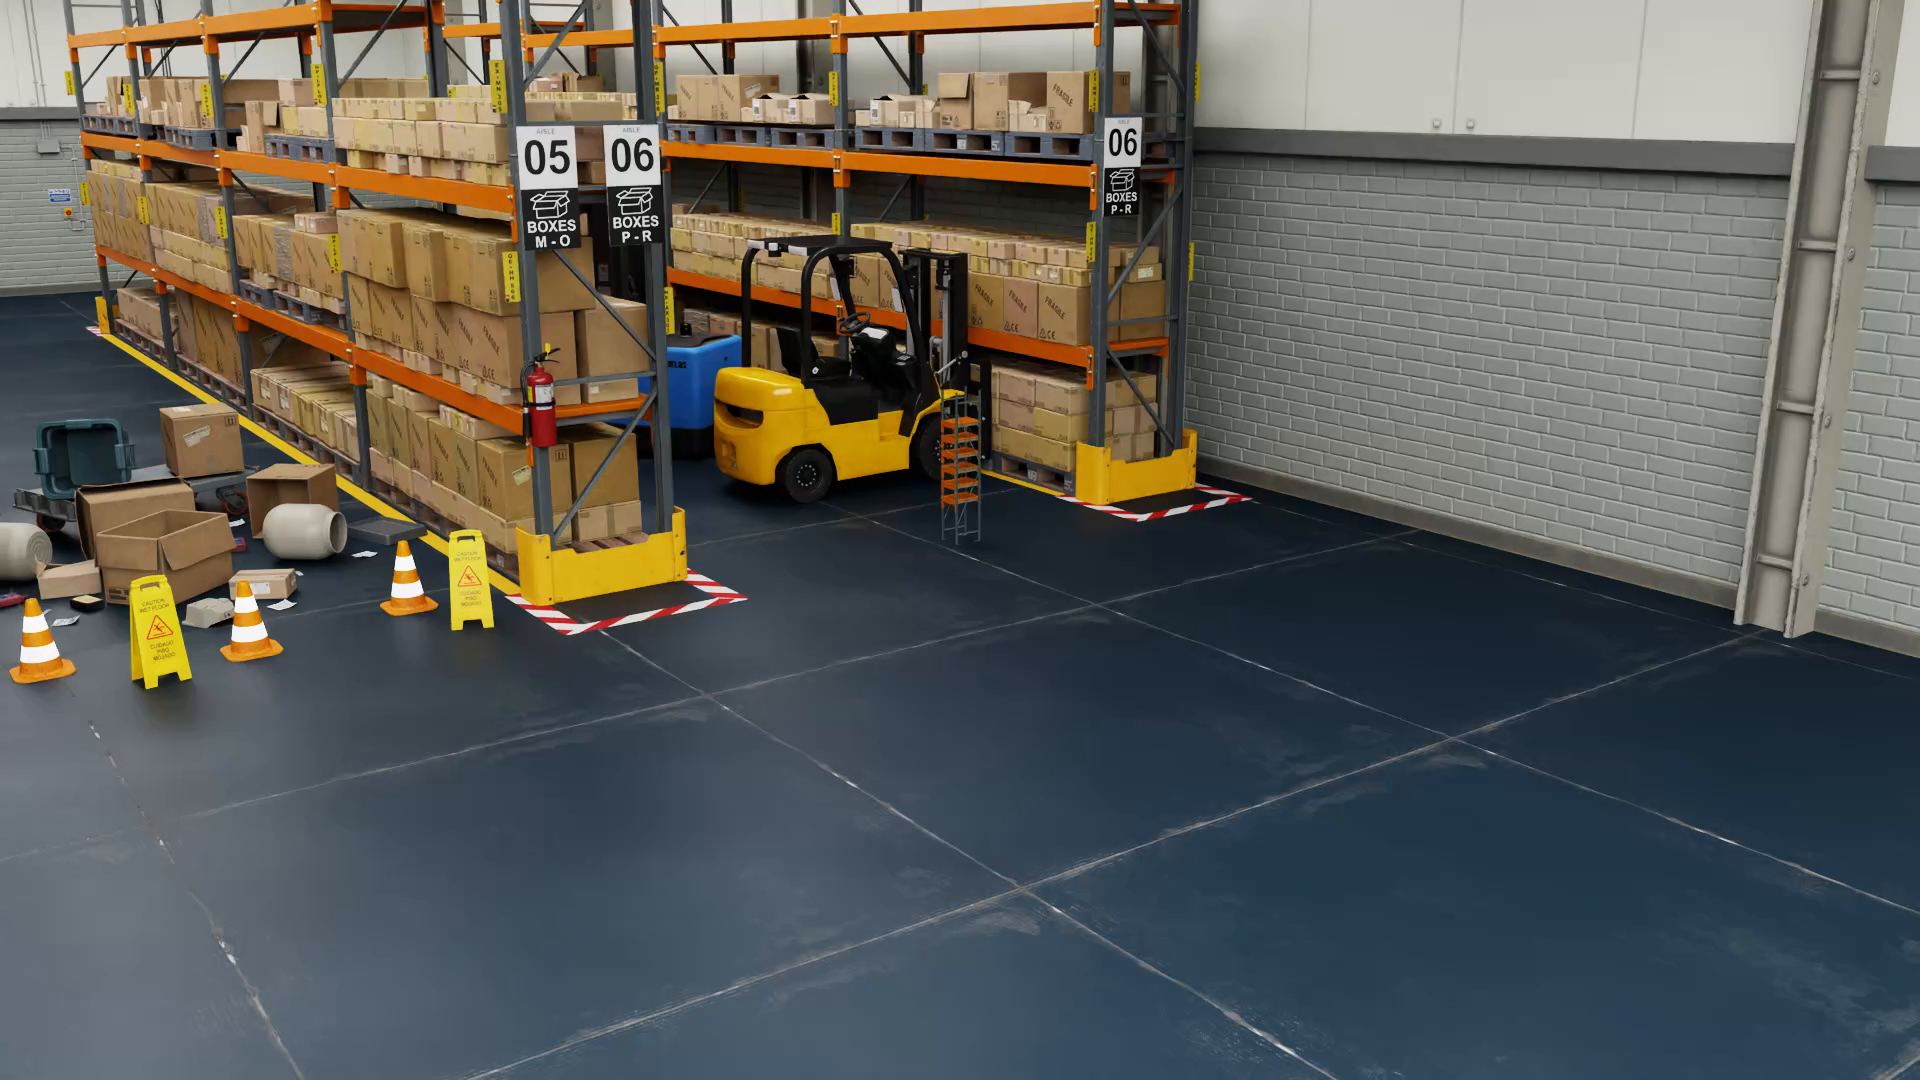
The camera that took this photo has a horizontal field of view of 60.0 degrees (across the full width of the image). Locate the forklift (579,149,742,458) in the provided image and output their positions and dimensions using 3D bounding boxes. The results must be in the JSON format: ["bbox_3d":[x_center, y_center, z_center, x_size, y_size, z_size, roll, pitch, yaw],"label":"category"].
[{"bbox_3d":[-3.702,-2.416,16.352,3.031,2.935,1.130,5,16,19],"label":"forklift"}]

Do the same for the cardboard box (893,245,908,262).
[{"bbox_3d":[-0.431,-2.804,16.222,0.380,0.149,0.250,-10,18,-33],"label":"cardboard box"}]

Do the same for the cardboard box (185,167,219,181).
[{"bbox_3d":[-9.512,-4.611,20.928,0.380,0.149,0.250,-11,19,-35],"label":"cardboard box"}]

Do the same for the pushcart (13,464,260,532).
[{"bbox_3d":[-6.648,-0.322,13.538,0.936,0.377,1.648,10,18,33],"label":"pushcart"}]

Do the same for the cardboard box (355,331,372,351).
[{"bbox_3d":[-4.907,-1.713,14.130,0.380,0.149,0.250,-11,19,-35],"label":"cardboard box"}]

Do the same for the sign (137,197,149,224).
[{"bbox_3d":[-9.985,-4.029,20.325,0.100,0.325,0.005,-11,19,-35],"label":"sign"}]

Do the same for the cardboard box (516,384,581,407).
[{"bbox_3d":[-2.874,-1.023,11.607,0.380,0.149,0.250,-10,18,-33],"label":"cardboard box"}]

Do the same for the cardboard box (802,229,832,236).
[{"bbox_3d":[-1.468,-3.235,17.796,0.380,0.149,0.250,-11,19,-35],"label":"cardboard box"}]

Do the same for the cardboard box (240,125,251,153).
[{"bbox_3d":[-6.987,-4.039,16.725,0.396,0.266,0.258,-11,19,-35],"label":"cardboard box"}]

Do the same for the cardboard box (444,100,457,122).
[{"bbox_3d":[-3.450,-3.062,11.865,0.380,0.149,0.250,-11,19,-35],"label":"cardboard box"}]

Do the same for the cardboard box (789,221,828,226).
[{"bbox_3d":[-1.712,-3.525,18.855,0.380,0.149,0.250,-11,19,-34],"label":"cardboard box"}]

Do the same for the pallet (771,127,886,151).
[{"bbox_3d":[-1.349,-4.264,17.652,0.805,0.209,1.217,-12,19,-37],"label":"pallet"}]

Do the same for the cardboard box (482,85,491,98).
[{"bbox_3d":[-6.612,-6.477,24.150,0.500,0.250,0.500,-10,18,-34],"label":"cardboard box"}]

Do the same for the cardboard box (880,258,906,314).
[{"bbox_3d":[-0.451,-2.527,16.438,0.500,0.500,0.500,-10,18,-34],"label":"cardboard box"}]

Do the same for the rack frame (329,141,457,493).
[{"bbox_3d":[-4.833,-1.951,14.524,1.000,3.000,0.127,-11,19,-35],"label":"rack frame"}]

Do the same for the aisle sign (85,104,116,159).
[{"bbox_3d":[-12.165,-5.738,23.435,0.394,0.787,0.004,-11,19,-35],"label":"aisle sign"}]

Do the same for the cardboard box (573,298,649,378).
[{"bbox_3d":[-2.535,-1.433,11.878,0.500,0.500,0.500,-11,19,-35],"label":"cardboard box"}]

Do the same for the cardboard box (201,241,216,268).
[{"bbox_3d":[-7.979,-3.147,18.230,0.500,0.250,0.500,-11,19,-36],"label":"cardboard box"}]

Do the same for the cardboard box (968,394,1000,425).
[{"bbox_3d":[0.386,-1.257,15.454,0.500,0.250,0.500,-11,19,-36],"label":"cardboard box"}]

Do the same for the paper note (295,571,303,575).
[{"bbox_3d":[-4.839,0.242,12.172,0.032,0.001,0.123,-11,19,-35],"label":"paper note"}]

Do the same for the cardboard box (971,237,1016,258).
[{"bbox_3d":[0.319,-2.674,15.182,0.380,0.149,0.250,-10,18,-33],"label":"cardboard box"}]

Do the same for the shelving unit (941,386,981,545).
[{"bbox_3d":[0.009,-0.576,12.906,0.258,1.200,0.189,-11,19,-35],"label":"shelving unit"}]

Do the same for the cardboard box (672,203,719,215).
[{"bbox_3d":[-3.348,-3.962,20.884,0.500,0.500,0.500,-10,18,-32],"label":"cardboard box"}]

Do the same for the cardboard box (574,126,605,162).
[{"bbox_3d":[-2.561,-2.764,11.531,0.500,0.250,0.500,-11,19,-36],"label":"cardboard box"}]

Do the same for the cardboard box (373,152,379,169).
[{"bbox_3d":[-4.504,-3.072,13.412,0.380,0.149,0.250,-11,19,-34],"label":"cardboard box"}]

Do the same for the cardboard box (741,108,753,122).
[{"bbox_3d":[-2.166,-4.651,18.198,0.380,0.149,0.250,-11,19,-35],"label":"cardboard box"}]

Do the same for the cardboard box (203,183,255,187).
[{"bbox_3d":[-8.761,-4.024,20.015,0.500,0.500,0.500,-10,18,-33],"label":"cardboard box"}]

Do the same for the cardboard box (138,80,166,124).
[{"bbox_3d":[-9.253,-5.124,19.449,0.500,0.500,0.500,-11,19,-36],"label":"cardboard box"}]

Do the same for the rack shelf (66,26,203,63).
[{"bbox_3d":[-10.713,-6.441,21.682,1.077,0.370,4.000,-11,19,-35],"label":"rack shelf"}]

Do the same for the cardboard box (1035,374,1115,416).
[{"bbox_3d":[1.009,-1.277,14.579,0.500,0.250,0.500,-10,18,-33],"label":"cardboard box"}]

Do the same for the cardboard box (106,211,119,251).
[{"bbox_3d":[-11.234,-4.200,22.550,0.500,0.500,0.500,-11,19,-35],"label":"cardboard box"}]

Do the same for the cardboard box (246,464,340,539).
[{"bbox_3d":[-5.303,-0.307,13.246,0.500,0.500,0.500,1,15,4],"label":"cardboard box"}]

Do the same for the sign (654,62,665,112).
[{"bbox_3d":[-2.042,-3.050,11.200,0.100,0.325,0.005,-11,19,-35],"label":"sign"}]

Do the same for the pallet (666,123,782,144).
[{"bbox_3d":[-2.701,-4.802,19.613,1.213,0.211,1.003,-10,18,-32],"label":"pallet"}]

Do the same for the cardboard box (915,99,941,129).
[{"bbox_3d":[-0.193,-3.991,15.565,0.396,0.266,0.258,-11,19,-36],"label":"cardboard box"}]

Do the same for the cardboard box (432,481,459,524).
[{"bbox_3d":[-3.784,-0.327,13.003,0.500,0.250,0.500,-12,19,-37],"label":"cardboard box"}]

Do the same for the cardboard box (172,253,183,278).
[{"bbox_3d":[-8.897,-3.230,19.481,0.500,0.250,0.500,-11,19,-35],"label":"cardboard box"}]

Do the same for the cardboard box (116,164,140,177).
[{"bbox_3d":[-10.832,-4.852,21.811,0.380,0.149,0.250,-11,19,-35],"label":"cardboard box"}]

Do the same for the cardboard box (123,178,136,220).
[{"bbox_3d":[-10.329,-4.358,21.232,0.500,0.500,0.500,-11,19,-35],"label":"cardboard box"}]

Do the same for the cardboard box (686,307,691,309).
[{"bbox_3d":[-3.193,-2.707,21.225,0.500,0.500,0.500,-10,18,-33],"label":"cardboard box"}]

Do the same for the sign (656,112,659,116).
[{"bbox_3d":[-3.612,-5.189,19.692,0.100,0.325,0.005,-11,19,-35],"label":"sign"}]

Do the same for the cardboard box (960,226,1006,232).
[{"bbox_3d":[0.227,-2.989,16.334,0.380,0.149,0.250,-11,19,-35],"label":"cardboard box"}]

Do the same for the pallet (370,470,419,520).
[{"bbox_3d":[-4.409,-0.469,14.388,1.003,0.211,1.213,-11,19,-35],"label":"pallet"}]

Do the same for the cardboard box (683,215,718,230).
[{"bbox_3d":[-3.065,-3.767,19.741,0.380,0.149,0.250,-10,18,-33],"label":"cardboard box"}]

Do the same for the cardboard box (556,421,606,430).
[{"bbox_3d":[-3.057,-0.666,12.822,0.500,0.500,0.500,-12,19,-37],"label":"cardboard box"}]

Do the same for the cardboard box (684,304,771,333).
[{"bbox_3d":[-2.816,-2.499,20.226,0.875,0.625,0.625,-10,18,-33],"label":"cardboard box"}]

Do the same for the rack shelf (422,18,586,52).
[{"bbox_3d":[-6.700,-7.403,24.447,1.077,0.370,4.000,-11,19,-35],"label":"rack shelf"}]

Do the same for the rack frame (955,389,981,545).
[{"bbox_3d":[0.062,-0.556,12.835,0.240,1.200,0.006,-11,19,-35],"label":"rack frame"}]

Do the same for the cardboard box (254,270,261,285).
[{"bbox_3d":[-6.881,-2.658,16.784,0.380,0.149,0.250,-12,20,-38],"label":"cardboard box"}]

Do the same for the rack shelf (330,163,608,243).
[{"bbox_3d":[-3.657,-2.624,12.663,1.077,0.370,4.000,-11,19,-35],"label":"rack shelf"}]

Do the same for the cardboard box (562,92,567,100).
[{"bbox_3d":[-5.003,-5.816,21.889,0.380,0.149,0.250,-11,19,-34],"label":"cardboard box"}]

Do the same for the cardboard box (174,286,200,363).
[{"bbox_3d":[-9.107,-2.718,20.552,0.875,0.875,0.875,-10,18,-33],"label":"cardboard box"}]

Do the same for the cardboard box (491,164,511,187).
[{"bbox_3d":[-2.917,-2.456,11.160,0.380,0.149,0.250,-11,19,-34],"label":"cardboard box"}]

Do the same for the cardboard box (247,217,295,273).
[{"bbox_3d":[-6.795,-2.958,16.652,0.500,0.500,0.500,-10,18,-32],"label":"cardboard box"}]

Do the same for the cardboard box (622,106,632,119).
[{"bbox_3d":[-4.027,-5.347,20.776,0.380,0.149,0.250,-11,19,-35],"label":"cardboard box"}]

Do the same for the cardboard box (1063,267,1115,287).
[{"bbox_3d":[1.101,-2.260,14.234,0.380,0.149,0.250,-11,19,-34],"label":"cardboard box"}]

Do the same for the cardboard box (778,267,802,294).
[{"bbox_3d":[-1.628,-2.824,17.996,0.500,0.250,0.500,-11,19,-35],"label":"cardboard box"}]
